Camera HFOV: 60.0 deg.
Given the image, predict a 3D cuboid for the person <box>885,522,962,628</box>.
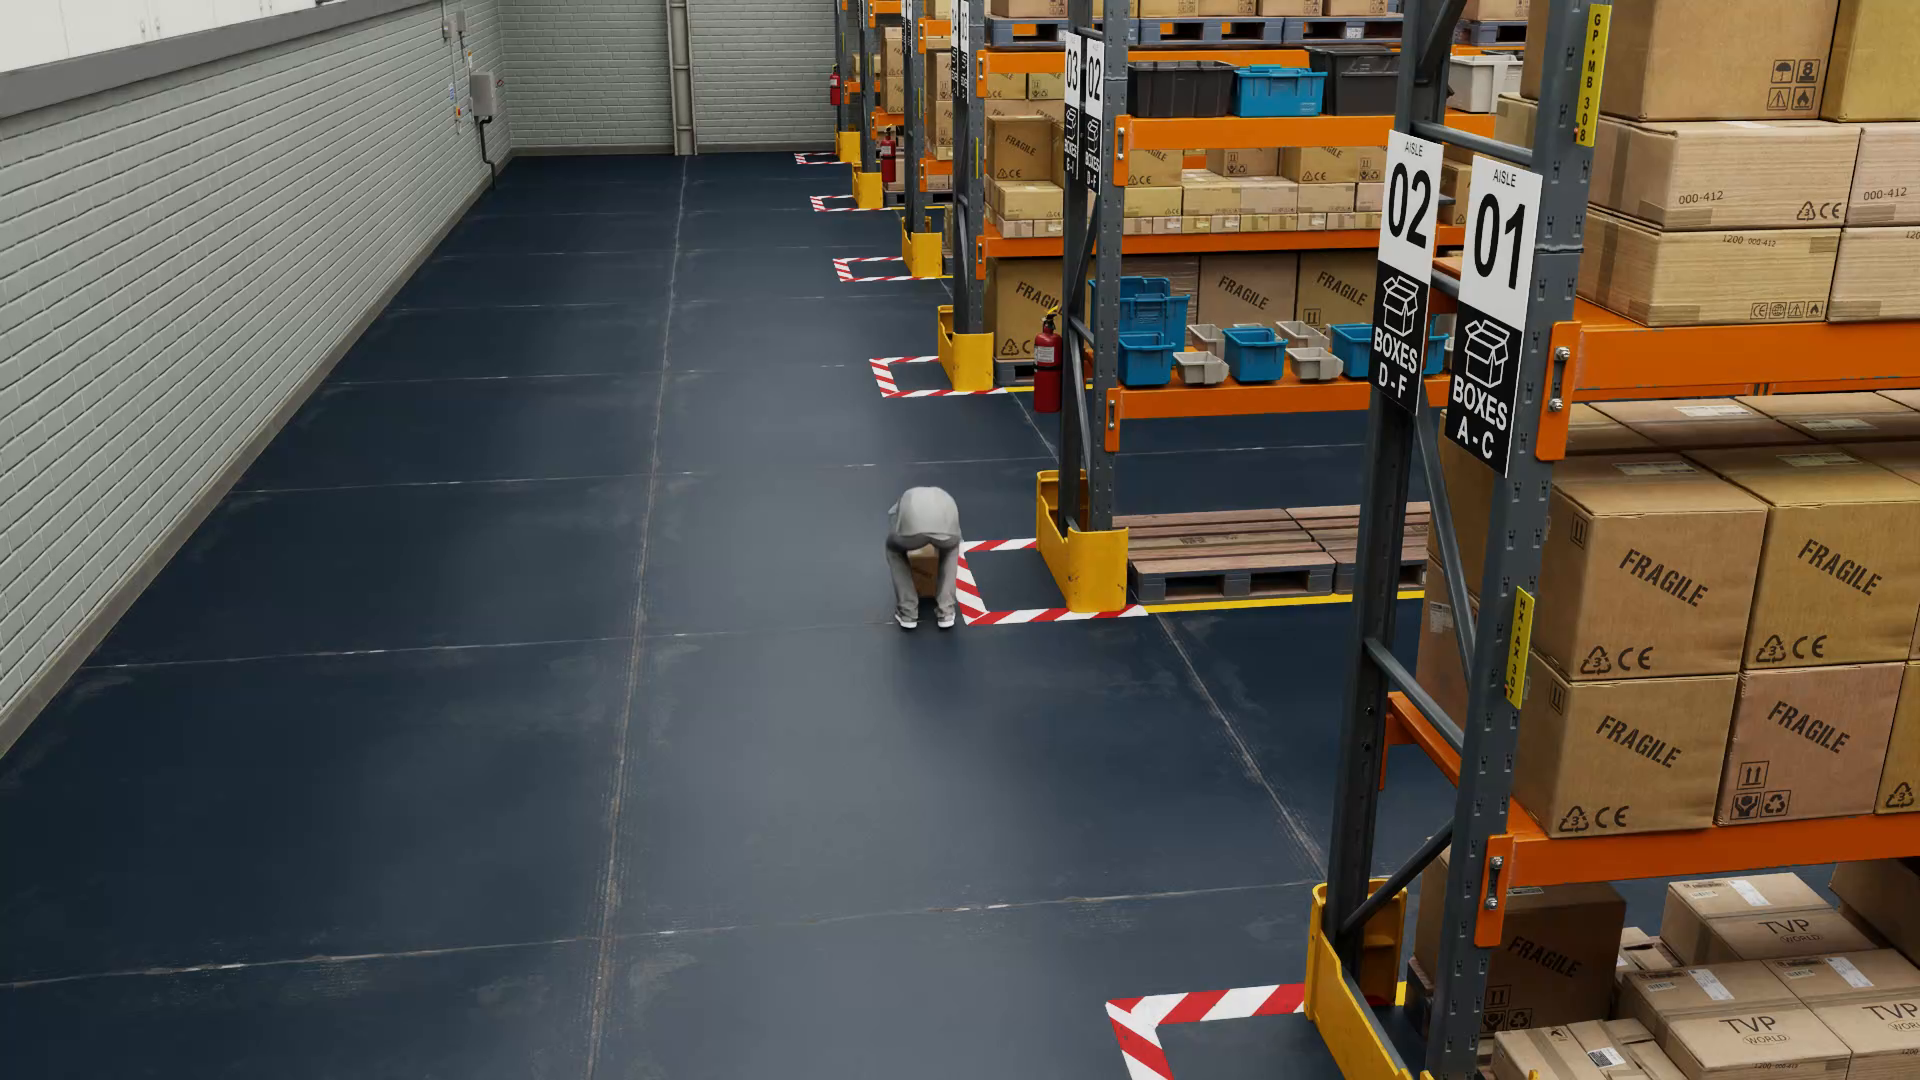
[{"bbox_3d":[-0.217,0.101,9.636,0.431,0.680,0.826,-2,20,-6],"label":"person"}]
